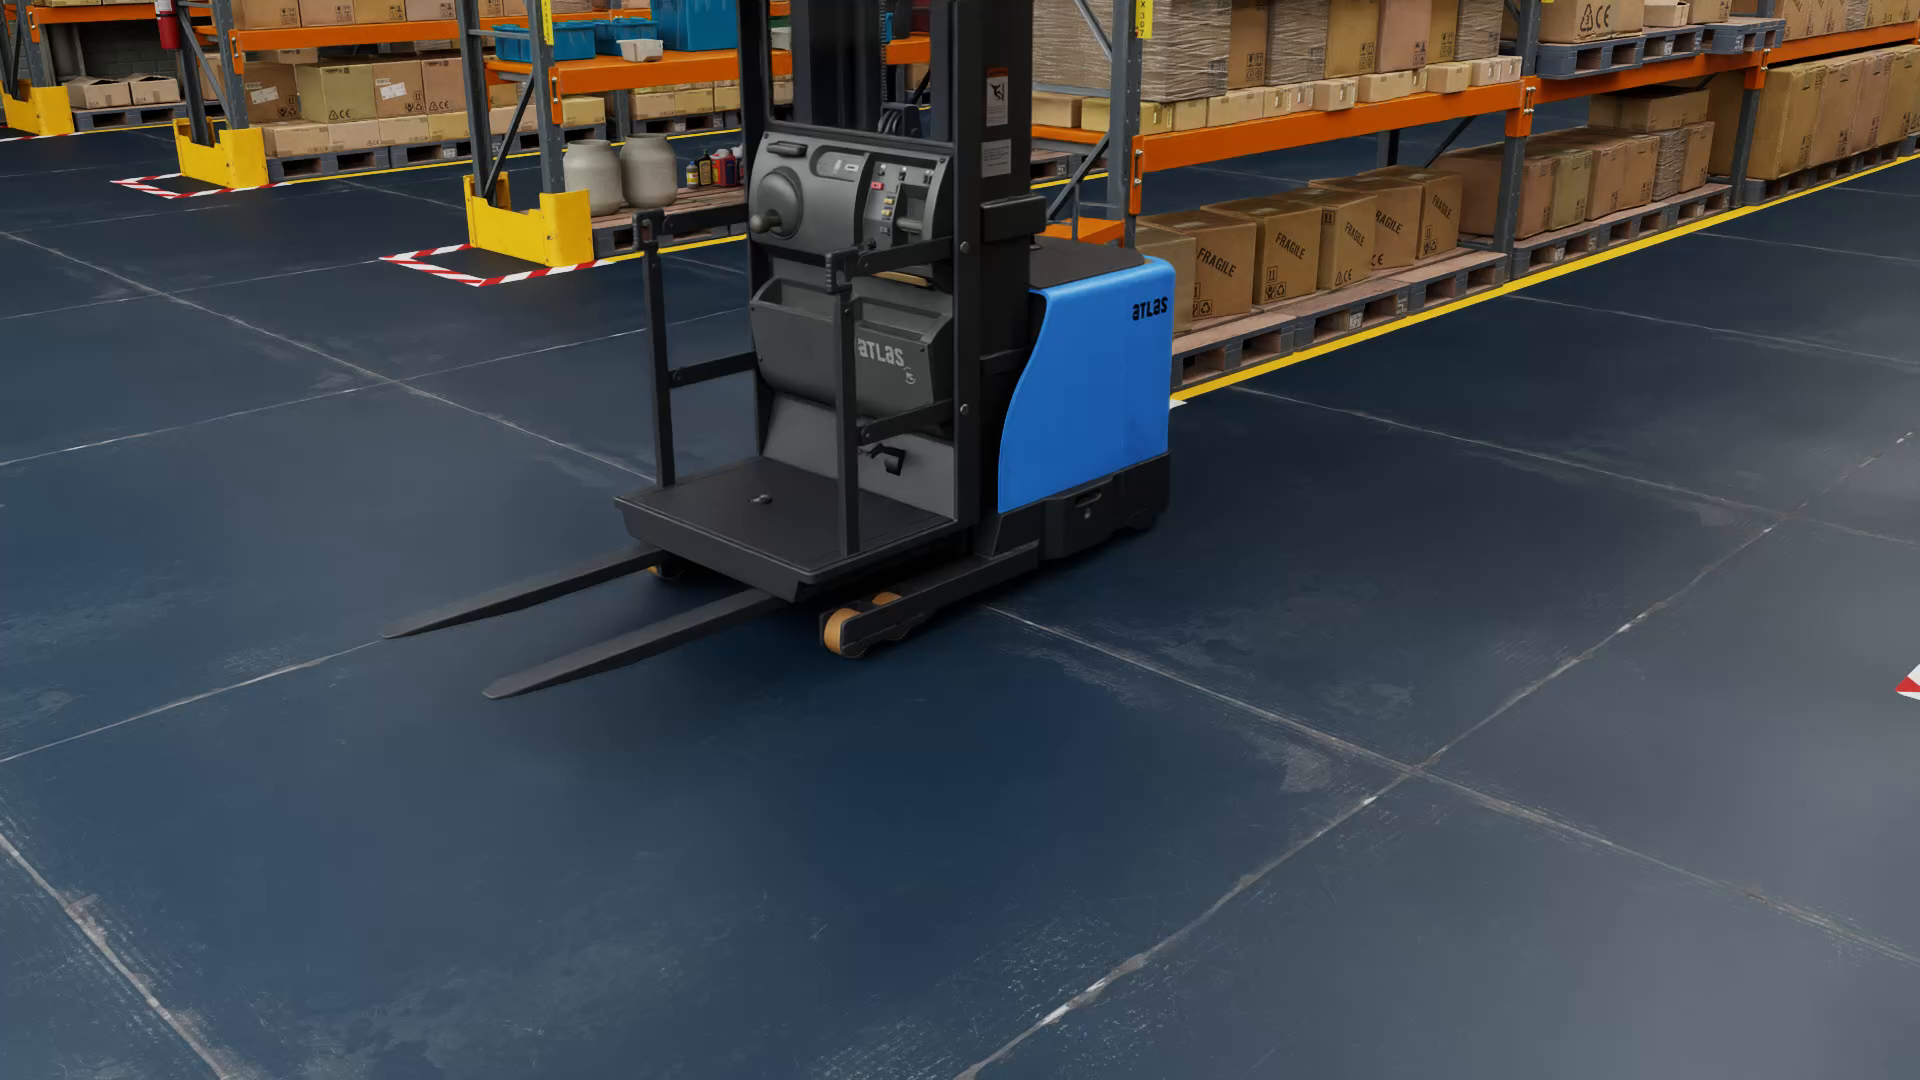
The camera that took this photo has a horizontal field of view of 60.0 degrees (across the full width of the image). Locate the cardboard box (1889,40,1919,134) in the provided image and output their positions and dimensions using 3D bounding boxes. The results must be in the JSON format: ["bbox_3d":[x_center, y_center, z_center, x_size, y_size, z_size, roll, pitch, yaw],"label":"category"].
[{"bbox_3d":[9.339,-4.629,16.812,0.875,0.875,0.875,19,28,41],"label":"cardboard box"}]

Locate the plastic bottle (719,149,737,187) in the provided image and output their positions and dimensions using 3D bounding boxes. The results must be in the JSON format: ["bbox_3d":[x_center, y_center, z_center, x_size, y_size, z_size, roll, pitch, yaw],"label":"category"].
[{"bbox_3d":[-1.859,-2.980,13.321,0.061,0.283,0.133,19,28,41],"label":"plastic bottle"}]

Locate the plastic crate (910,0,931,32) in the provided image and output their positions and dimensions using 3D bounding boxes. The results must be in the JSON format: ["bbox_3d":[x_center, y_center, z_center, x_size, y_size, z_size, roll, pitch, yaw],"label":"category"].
[{"bbox_3d":[-0.190,-4.689,14.504,0.402,0.464,0.583,19,28,41],"label":"plastic crate"}]

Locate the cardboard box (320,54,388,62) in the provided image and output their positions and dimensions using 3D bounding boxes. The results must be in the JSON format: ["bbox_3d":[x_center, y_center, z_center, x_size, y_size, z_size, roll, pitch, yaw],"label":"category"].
[{"bbox_3d":[-5.797,-4.406,16.059,0.500,0.500,0.500,19,28,41],"label":"cardboard box"}]

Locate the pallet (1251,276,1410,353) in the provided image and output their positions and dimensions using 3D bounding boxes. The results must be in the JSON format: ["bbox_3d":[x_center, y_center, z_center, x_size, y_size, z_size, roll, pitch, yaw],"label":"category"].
[{"bbox_3d":[1.946,-1.420,9.975,1.003,0.211,1.213,19,28,41],"label":"pallet"}]

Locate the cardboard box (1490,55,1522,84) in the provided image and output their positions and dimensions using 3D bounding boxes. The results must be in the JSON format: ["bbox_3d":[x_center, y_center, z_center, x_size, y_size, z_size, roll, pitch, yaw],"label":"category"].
[{"bbox_3d":[3.301,-2.972,10.477,0.380,0.149,0.250,19,28,41],"label":"cardboard box"}]

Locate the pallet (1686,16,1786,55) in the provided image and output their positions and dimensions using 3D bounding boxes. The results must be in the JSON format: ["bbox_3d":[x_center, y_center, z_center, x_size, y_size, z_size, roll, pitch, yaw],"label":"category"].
[{"bbox_3d":[5.610,-3.947,12.930,1.213,0.211,1.003,19,28,41],"label":"pallet"}]

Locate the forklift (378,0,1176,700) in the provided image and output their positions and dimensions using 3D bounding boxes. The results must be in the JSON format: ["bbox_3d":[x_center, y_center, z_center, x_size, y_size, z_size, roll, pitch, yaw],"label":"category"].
[{"bbox_3d":[-0.537,-1.180,5.559,1.130,2.935,3.031,19,28,40],"label":"forklift"}]

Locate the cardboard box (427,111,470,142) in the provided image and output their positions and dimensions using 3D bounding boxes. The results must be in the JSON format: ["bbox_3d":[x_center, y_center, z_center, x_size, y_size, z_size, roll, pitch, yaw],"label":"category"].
[{"bbox_3d":[-5.064,-4.050,16.179,0.500,0.250,0.500,19,28,41],"label":"cardboard box"}]

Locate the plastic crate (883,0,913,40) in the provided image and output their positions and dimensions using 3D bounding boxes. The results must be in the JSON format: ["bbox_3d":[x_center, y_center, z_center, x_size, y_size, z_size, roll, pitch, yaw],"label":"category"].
[{"bbox_3d":[-0.765,-4.326,13.736,0.767,0.338,0.504,19,28,41],"label":"plastic crate"}]

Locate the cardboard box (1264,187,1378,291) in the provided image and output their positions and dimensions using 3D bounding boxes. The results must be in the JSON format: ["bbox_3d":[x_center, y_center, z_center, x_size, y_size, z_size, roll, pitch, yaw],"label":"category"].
[{"bbox_3d":[2.162,-1.826,10.044,0.500,0.500,0.500,16,26,36],"label":"cardboard box"}]

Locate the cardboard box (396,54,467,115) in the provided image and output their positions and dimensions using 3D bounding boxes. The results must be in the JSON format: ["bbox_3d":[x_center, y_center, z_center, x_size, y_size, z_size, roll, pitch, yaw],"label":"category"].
[{"bbox_3d":[-5.063,-4.400,16.043,0.500,0.500,0.500,19,28,41],"label":"cardboard box"}]

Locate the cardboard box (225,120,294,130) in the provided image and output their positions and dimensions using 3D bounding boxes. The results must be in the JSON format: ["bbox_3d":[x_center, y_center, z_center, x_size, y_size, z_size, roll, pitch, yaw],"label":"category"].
[{"bbox_3d":[-6.483,-3.795,15.514,0.500,0.250,0.500,19,28,41],"label":"cardboard box"}]

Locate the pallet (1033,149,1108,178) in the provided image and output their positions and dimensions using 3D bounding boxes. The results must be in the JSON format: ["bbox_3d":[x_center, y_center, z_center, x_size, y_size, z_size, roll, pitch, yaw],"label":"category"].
[{"bbox_3d":[1.063,-3.683,15.863,1.003,0.211,1.213,19,28,41],"label":"pallet"}]

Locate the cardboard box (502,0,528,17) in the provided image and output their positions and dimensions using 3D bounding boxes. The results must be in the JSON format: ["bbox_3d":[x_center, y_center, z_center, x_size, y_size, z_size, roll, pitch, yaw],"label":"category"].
[{"bbox_3d":[-4.523,-5.492,16.544,0.700,0.500,0.500,19,28,40],"label":"cardboard box"}]

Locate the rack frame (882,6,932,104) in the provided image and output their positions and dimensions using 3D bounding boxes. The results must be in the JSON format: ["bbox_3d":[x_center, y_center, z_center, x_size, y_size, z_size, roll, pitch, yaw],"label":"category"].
[{"bbox_3d":[-0.308,-4.458,13.992,1.000,3.000,0.127,19,28,41],"label":"rack frame"}]

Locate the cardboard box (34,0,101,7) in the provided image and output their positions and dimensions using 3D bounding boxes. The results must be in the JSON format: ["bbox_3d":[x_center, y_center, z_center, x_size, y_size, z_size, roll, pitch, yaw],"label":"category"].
[{"bbox_3d":[-9.629,-5.895,17.911,0.500,0.250,0.500,18,28,39],"label":"cardboard box"}]

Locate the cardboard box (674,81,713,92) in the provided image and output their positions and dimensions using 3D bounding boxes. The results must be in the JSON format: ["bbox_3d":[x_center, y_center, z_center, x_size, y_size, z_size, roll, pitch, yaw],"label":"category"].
[{"bbox_3d":[-3.035,-5.044,17.983,0.500,0.311,0.500,19,28,40],"label":"cardboard box"}]

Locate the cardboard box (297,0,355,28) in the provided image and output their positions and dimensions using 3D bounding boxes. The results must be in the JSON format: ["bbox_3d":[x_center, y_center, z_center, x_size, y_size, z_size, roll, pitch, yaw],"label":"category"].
[{"bbox_3d":[-5.947,-4.970,15.185,0.500,0.500,0.700,-19,28,-41],"label":"cardboard box"}]

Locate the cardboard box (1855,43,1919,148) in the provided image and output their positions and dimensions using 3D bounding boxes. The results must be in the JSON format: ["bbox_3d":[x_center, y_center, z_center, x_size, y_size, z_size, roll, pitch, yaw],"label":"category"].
[{"bbox_3d":[8.389,-4.309,15.982,1.225,0.875,0.875,19,28,41],"label":"cardboard box"}]

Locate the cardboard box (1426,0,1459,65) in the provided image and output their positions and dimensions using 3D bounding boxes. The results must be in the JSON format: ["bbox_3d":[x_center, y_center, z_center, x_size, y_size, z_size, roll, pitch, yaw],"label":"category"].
[{"bbox_3d":[2.508,-3.184,10.123,0.875,0.500,0.500,19,28,41],"label":"cardboard box"}]

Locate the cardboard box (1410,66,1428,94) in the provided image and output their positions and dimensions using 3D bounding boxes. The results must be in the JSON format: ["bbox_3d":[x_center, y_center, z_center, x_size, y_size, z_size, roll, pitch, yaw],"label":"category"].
[{"bbox_3d":[2.539,-2.738,9.866,0.380,0.149,0.250,19,28,41],"label":"cardboard box"}]

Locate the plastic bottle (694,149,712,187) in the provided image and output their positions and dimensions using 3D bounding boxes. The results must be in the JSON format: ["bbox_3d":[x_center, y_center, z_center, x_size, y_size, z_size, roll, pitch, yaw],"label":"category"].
[{"bbox_3d":[-2.063,-2.984,13.329,0.133,0.283,0.061,-19,28,-41],"label":"plastic bottle"}]

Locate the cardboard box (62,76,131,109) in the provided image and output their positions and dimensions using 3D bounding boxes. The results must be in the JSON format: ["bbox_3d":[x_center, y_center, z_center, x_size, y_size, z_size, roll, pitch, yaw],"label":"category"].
[{"bbox_3d":[-9.650,-5.015,18.576,0.500,0.311,0.500,15,26,35],"label":"cardboard box"}]

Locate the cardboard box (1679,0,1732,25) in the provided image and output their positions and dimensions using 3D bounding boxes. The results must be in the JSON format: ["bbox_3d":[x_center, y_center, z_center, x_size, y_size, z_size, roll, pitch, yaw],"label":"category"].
[{"bbox_3d":[5.365,-4.172,12.523,0.500,0.500,0.700,-15,26,-34],"label":"cardboard box"}]

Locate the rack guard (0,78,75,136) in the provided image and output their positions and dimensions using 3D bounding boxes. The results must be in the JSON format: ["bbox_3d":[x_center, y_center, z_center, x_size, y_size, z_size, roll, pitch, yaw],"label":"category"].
[{"bbox_3d":[-10.144,-4.762,18.267,1.175,0.500,0.348,19,28,41],"label":"rack guard"}]

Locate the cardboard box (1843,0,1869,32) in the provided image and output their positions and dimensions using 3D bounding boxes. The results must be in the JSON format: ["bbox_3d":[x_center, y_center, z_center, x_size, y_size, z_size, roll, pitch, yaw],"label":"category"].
[{"bbox_3d":[7.628,-4.744,14.596,0.500,0.500,0.500,19,28,41],"label":"cardboard box"}]

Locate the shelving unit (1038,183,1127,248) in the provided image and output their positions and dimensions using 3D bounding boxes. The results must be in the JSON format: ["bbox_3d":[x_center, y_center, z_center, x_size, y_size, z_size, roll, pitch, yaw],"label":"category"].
[{"bbox_3d":[0.495,-0.910,7.271,0.258,1.200,0.503,11,24,27],"label":"shelving unit"}]

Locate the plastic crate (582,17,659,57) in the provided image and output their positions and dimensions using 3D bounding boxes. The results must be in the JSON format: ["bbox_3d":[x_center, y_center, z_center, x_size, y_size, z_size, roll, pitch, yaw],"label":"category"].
[{"bbox_3d":[-2.507,-3.729,12.304,0.499,0.251,0.408,19,28,41],"label":"plastic crate"}]

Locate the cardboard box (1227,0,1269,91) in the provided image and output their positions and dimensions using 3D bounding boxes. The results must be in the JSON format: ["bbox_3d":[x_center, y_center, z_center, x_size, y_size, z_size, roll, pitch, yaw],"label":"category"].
[{"bbox_3d":[1.116,-2.669,8.783,0.875,0.500,0.500,19,28,41],"label":"cardboard box"}]

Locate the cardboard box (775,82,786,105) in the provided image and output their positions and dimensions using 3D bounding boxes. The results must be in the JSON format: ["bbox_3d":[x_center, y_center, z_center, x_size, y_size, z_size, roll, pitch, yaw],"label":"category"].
[{"bbox_3d":[-2.323,-5.048,18.775,0.500,0.250,0.500,-20,28,-41],"label":"cardboard box"}]

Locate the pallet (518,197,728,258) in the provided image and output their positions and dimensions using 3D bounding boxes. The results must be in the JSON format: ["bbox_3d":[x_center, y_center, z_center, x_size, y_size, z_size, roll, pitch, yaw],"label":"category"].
[{"bbox_3d":[-2.509,-2.367,12.438,1.003,0.211,1.213,19,28,41],"label":"pallet"}]

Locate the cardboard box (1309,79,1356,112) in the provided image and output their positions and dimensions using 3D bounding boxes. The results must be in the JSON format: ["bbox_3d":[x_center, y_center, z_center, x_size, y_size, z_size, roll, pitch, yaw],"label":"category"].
[{"bbox_3d":[1.936,-2.448,9.112,0.380,0.149,0.250,19,28,41],"label":"cardboard box"}]

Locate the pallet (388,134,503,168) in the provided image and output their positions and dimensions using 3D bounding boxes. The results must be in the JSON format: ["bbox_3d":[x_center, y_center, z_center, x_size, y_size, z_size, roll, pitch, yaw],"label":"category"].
[{"bbox_3d":[-5.291,-3.888,16.396,1.003,0.211,1.213,19,28,41],"label":"pallet"}]

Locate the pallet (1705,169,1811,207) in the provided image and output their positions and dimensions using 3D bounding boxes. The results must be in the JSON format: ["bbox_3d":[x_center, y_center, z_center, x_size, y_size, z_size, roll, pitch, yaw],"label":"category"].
[{"bbox_3d":[6.635,-3.129,14.420,1.003,0.211,1.213,19,28,41],"label":"pallet"}]

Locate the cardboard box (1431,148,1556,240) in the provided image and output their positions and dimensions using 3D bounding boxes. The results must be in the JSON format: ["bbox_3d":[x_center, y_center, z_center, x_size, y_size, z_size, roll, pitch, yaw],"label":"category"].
[{"bbox_3d":[3.684,-2.409,11.533,0.700,0.500,0.500,17,27,37],"label":"cardboard box"}]

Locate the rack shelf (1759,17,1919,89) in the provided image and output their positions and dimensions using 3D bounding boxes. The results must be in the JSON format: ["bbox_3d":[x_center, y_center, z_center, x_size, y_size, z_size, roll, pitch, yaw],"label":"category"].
[{"bbox_3d":[7.426,-4.425,14.909,1.077,0.370,4.000,19,28,41],"label":"rack shelf"}]

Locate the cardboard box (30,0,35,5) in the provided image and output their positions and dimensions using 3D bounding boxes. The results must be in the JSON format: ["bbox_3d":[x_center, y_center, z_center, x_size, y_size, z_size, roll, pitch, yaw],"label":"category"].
[{"bbox_3d":[-10.010,-6.017,18.230,0.500,0.250,0.500,-20,28,-41],"label":"cardboard box"}]

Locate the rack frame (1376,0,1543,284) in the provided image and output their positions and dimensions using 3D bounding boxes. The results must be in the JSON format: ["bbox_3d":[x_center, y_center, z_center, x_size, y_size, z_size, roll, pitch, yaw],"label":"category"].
[{"bbox_3d":[3.240,-3.218,10.767,1.000,3.000,0.127,19,28,41],"label":"rack frame"}]

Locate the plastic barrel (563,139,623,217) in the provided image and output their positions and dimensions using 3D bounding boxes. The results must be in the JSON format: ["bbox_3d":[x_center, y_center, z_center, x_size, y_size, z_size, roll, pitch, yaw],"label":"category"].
[{"bbox_3d":[-2.694,-2.653,12.178,0.421,0.512,0.421,0,21,0],"label":"plastic barrel"}]

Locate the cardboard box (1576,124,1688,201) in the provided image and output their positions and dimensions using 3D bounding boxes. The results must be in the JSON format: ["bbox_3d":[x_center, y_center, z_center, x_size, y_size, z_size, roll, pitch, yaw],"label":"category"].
[{"bbox_3d":[5.200,-2.962,12.971,0.700,0.500,0.500,16,26,36],"label":"cardboard box"}]

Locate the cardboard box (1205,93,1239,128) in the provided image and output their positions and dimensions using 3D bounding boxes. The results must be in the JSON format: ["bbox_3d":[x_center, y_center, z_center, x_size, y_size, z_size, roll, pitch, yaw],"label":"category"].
[{"bbox_3d":[1.193,-2.206,8.484,0.380,0.149,0.250,19,28,41],"label":"cardboard box"}]

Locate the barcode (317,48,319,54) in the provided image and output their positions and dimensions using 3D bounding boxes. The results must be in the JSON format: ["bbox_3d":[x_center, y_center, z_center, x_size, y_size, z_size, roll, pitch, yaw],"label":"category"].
[{"bbox_3d":[-7.955,-6.047,20.550,0.001,0.075,0.075,19,28,41],"label":"barcode"}]

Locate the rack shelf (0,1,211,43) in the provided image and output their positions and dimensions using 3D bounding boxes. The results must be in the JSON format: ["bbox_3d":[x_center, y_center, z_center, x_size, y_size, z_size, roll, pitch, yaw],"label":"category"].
[{"bbox_3d":[-8.802,-6.088,19.235,1.077,0.370,4.000,19,28,41],"label":"rack shelf"}]

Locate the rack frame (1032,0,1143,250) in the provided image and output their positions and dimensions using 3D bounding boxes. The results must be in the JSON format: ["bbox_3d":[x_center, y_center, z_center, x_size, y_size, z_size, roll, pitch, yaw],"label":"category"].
[{"bbox_3d":[0.450,-2.190,8.092,1.000,3.000,0.127,19,28,41],"label":"rack frame"}]
